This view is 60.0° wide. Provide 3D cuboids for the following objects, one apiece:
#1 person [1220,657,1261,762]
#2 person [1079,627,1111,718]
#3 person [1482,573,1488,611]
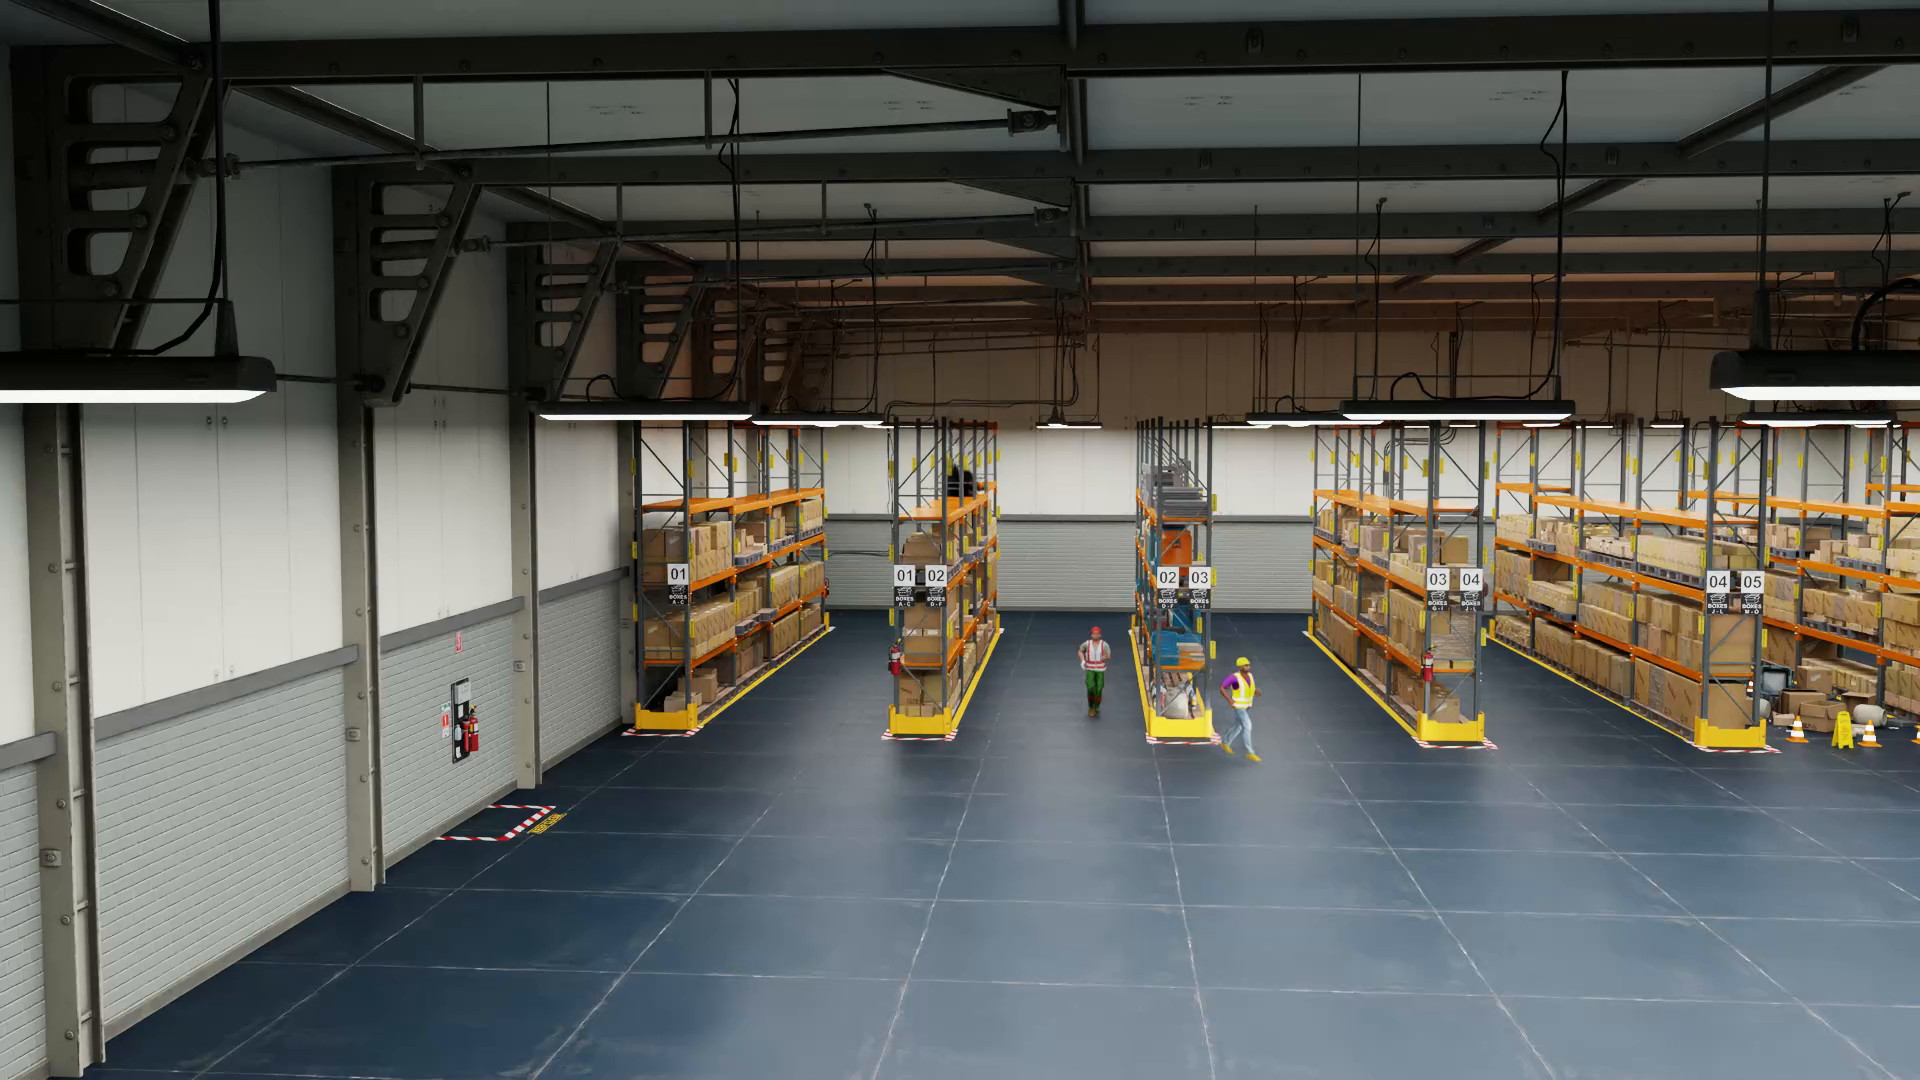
[{"bbox_3d":[4.903,2.915,28.961,0.914,1.768,0.689,4,5,45],"label":"person"},{"bbox_3d":[2.716,2.655,33.382,0.634,1.822,0.693,0,4,0],"label":"person"},{"bbox_3d":[14.695,1.780,47.205,0.707,1.785,0.704,-3,5,-35],"label":"person"}]
